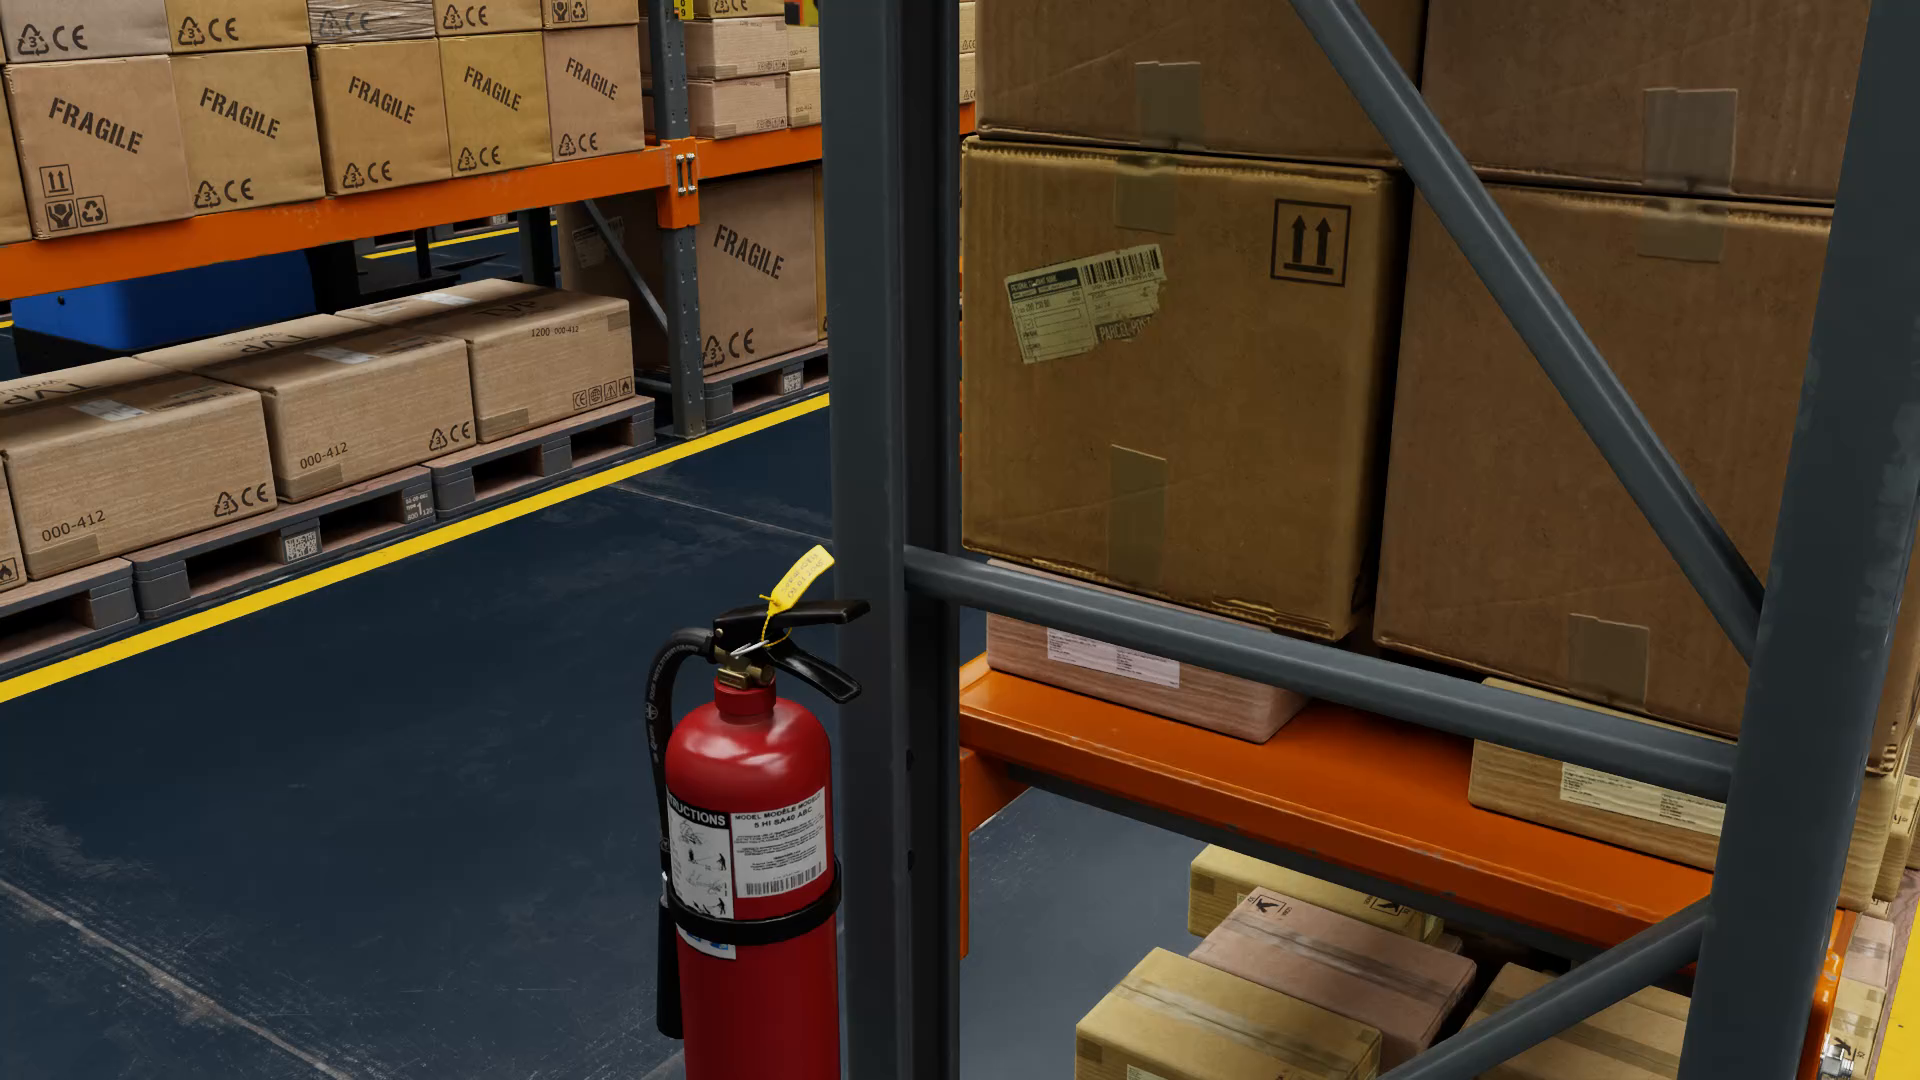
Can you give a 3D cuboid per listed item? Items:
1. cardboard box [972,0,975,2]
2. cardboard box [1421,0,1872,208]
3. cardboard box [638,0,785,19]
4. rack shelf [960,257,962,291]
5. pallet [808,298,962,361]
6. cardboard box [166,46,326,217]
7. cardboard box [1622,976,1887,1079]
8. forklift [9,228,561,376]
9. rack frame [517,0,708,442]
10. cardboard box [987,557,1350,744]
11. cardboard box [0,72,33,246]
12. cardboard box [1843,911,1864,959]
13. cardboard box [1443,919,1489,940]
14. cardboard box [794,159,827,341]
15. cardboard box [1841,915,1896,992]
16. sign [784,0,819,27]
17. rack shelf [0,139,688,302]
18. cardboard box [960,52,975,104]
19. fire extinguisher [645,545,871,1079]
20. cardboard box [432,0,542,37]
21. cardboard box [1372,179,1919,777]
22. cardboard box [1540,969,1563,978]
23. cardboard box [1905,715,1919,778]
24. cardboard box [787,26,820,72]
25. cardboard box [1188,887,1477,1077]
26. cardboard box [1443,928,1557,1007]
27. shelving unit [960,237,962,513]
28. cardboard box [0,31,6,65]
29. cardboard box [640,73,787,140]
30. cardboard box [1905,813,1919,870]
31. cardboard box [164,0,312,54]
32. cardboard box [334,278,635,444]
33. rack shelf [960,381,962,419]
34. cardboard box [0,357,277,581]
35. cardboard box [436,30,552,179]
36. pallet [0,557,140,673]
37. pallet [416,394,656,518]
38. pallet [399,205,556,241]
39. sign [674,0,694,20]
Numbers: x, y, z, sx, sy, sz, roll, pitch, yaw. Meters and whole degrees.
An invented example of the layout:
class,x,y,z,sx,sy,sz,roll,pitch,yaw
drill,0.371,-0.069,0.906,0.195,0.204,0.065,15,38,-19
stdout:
class,x,y,z,sx,sy,sz,roll,pitch,yaw
cardboard box,0.013,-3.134,8.830,0.500,0.500,0.500,13,24,32
cardboard box,0.779,-0.609,1.572,0.500,0.500,0.500,13,24,31
cardboard box,-1.110,-2.546,7.240,0.500,0.500,0.500,14,24,32
rack shelf,-0.093,-0.884,5.792,0.258,0.148,0.480,13,24,32
pallet,-0.538,-1.240,9.313,1.003,0.211,1.213,13,24,32
cardboard box,-2.506,-1.381,5.531,0.500,0.500,0.500,14,25,34
cardboard box,1.186,0.751,2.557,0.380,0.149,0.250,13,24,32
forklift,-3.483,-2.490,8.771,1.130,2.935,3.031,13,24,31
rack frame,-1.595,-1.960,7.241,1.000,3.000,0.127,13,24,32
cardboard box,0.257,0.093,2.052,0.380,0.149,0.250,13,24,32
cardboard box,-3.075,-1.092,4.749,0.500,0.500,0.500,13,24,31
cardboard box,1.420,0.586,3.004,0.380,0.149,0.250,14,25,34
cardboard box,0.822,0.562,3.069,0.380,0.149,0.250,12,24,30
cardboard box,-0.811,-1.615,8.764,0.875,0.875,0.875,14,25,33
cardboard box,1.591,0.814,3.244,0.380,0.149,0.250,12,23,29
sign,-0.141,-0.681,1.659,0.100,0.325,0.005,13,24,32
rack shelf,-2.719,-1.049,5.814,1.077,0.370,4.000,13,24,32
cardboard box,-0.250,-2.399,8.643,0.500,0.250,0.500,13,24,31
fire extinguisher,-0.216,0.317,1.733,0.296,0.674,0.183,13,24,32
cardboard box,-1.924,-2.143,6.149,0.500,0.500,0.500,13,24,31
cardboard box,0.788,-0.138,1.740,0.500,0.500,0.500,15,25,34
cardboard box,1.079,0.869,2.667,0.380,0.149,0.250,14,24,33
cardboard box,1.899,0.379,3.564,0.380,0.149,0.250,12,24,30
cardboard box,-0.844,-2.351,7.792,0.500,0.250,0.500,14,24,33
cardboard box,0.584,0.723,2.634,0.380,0.149,0.250,14,24,33
cardboard box,0.895,0.711,3.095,0.380,0.149,0.250,13,24,31
shelving unit,-0.093,-0.515,5.928,0.258,1.200,0.503,13,24,32
cardboard box,-3.053,-1.560,4.574,0.500,0.500,0.500,13,24,30
cardboard box,-1.129,-1.965,7.469,0.500,0.250,0.500,13,24,31
cardboard box,2.035,0.592,3.844,0.380,0.149,0.250,13,24,32
cardboard box,-2.491,-1.853,5.365,0.500,0.500,0.500,13,24,32
cardboard box,-2.037,-0.796,7.182,0.875,0.438,0.875,13,24,31
rack shelf,-0.093,-0.452,5.952,0.258,0.148,0.480,13,24,32
cardboard box,-3.048,-0.281,5.789,0.875,0.438,0.875,14,25,33
cardboard box,-1.929,-1.676,6.327,0.500,0.500,0.500,13,24,31
pallet,-3.459,0.251,5.283,1.003,0.211,1.213,13,24,32
pallet,-2.087,-0.449,7.176,1.003,0.211,1.213,13,24,32
pallet,-3.905,-2.560,12.882,1.003,0.211,1.213,13,24,32
sign,-1.135,-2.296,6.785,0.100,0.325,0.005,13,24,32
